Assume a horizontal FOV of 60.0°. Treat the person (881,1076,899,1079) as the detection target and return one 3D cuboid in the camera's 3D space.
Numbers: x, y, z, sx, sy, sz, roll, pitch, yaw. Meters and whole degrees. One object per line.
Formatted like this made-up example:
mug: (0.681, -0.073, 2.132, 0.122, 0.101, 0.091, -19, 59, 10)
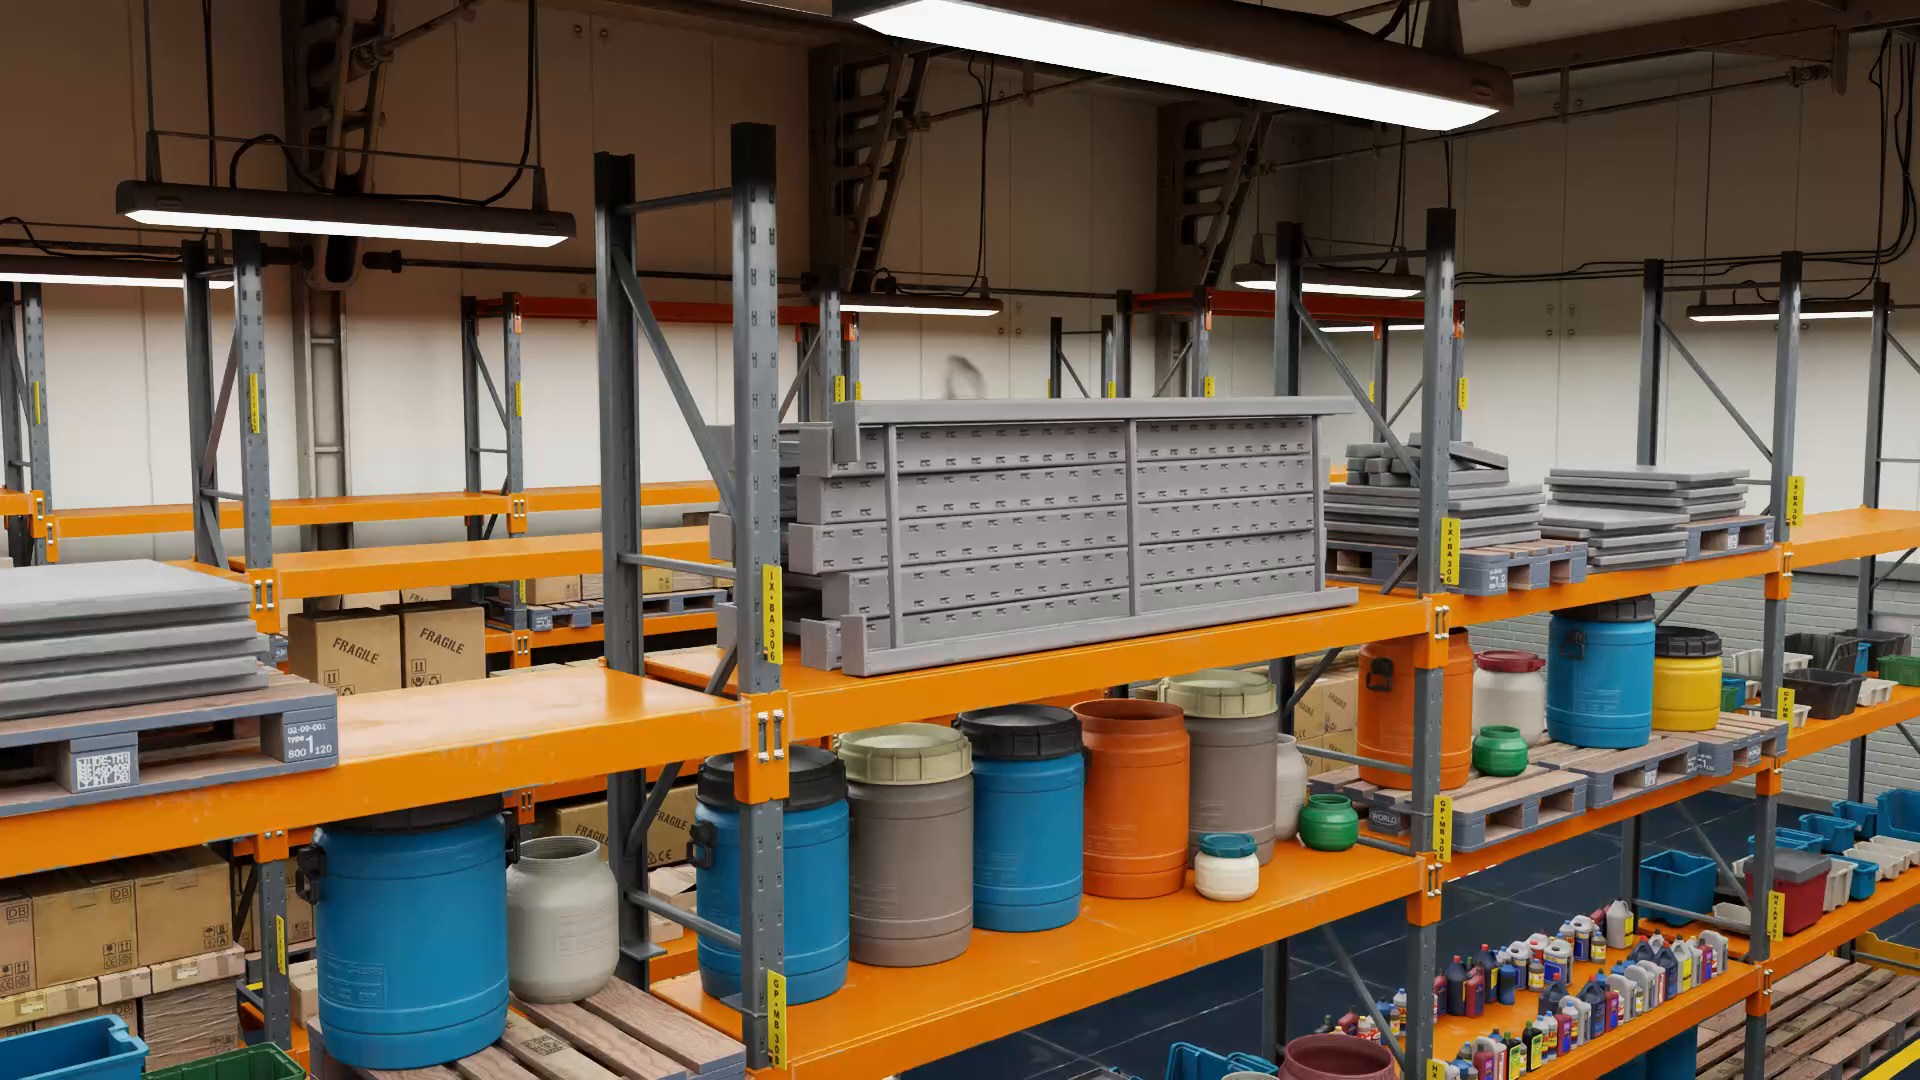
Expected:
person: (-0.526, 3.443, 8.840, 0.815, 1.842, 0.707, -5, 7, -42)
